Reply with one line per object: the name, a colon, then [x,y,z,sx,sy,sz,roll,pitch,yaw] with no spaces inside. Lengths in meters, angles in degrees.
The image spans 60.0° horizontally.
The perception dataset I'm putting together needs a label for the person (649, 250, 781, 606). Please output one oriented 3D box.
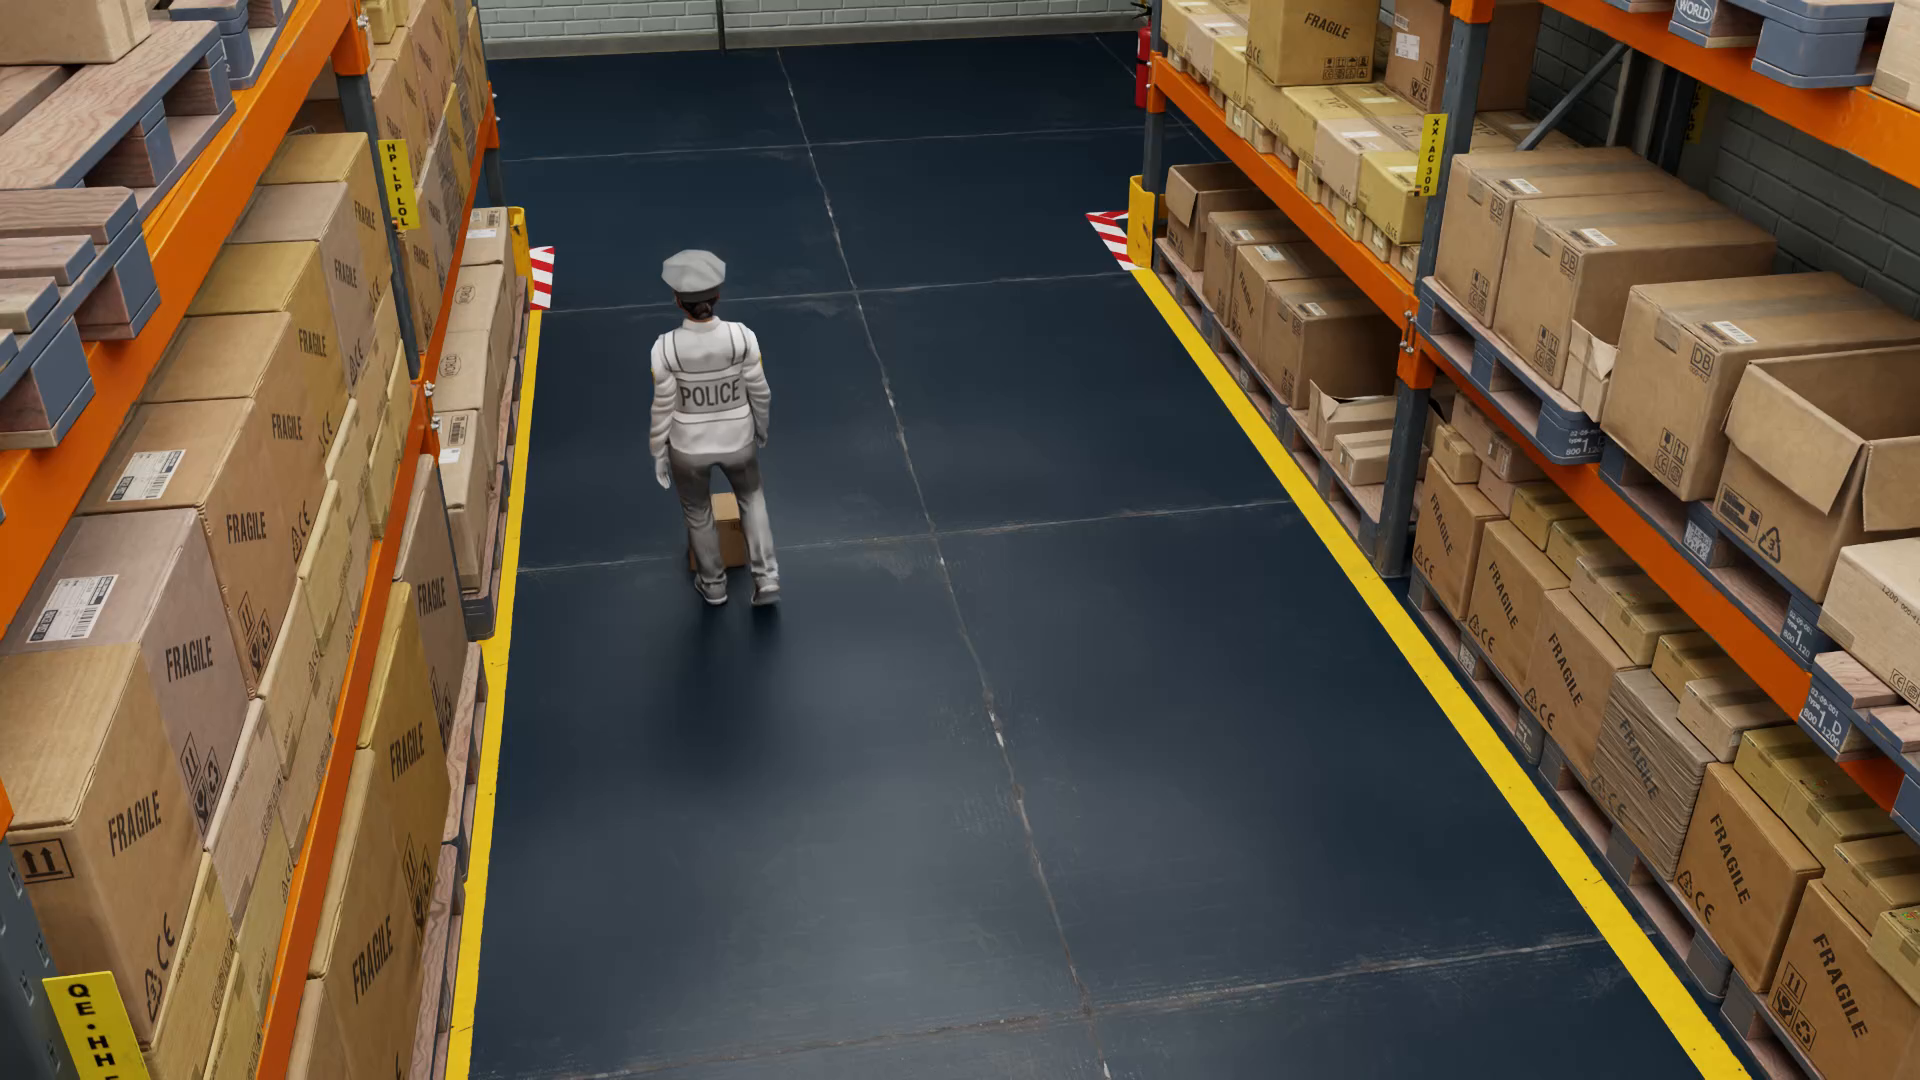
person: [-1.037,-0.428,6.865,0.507,1.648,0.512,-9,32,-15]
